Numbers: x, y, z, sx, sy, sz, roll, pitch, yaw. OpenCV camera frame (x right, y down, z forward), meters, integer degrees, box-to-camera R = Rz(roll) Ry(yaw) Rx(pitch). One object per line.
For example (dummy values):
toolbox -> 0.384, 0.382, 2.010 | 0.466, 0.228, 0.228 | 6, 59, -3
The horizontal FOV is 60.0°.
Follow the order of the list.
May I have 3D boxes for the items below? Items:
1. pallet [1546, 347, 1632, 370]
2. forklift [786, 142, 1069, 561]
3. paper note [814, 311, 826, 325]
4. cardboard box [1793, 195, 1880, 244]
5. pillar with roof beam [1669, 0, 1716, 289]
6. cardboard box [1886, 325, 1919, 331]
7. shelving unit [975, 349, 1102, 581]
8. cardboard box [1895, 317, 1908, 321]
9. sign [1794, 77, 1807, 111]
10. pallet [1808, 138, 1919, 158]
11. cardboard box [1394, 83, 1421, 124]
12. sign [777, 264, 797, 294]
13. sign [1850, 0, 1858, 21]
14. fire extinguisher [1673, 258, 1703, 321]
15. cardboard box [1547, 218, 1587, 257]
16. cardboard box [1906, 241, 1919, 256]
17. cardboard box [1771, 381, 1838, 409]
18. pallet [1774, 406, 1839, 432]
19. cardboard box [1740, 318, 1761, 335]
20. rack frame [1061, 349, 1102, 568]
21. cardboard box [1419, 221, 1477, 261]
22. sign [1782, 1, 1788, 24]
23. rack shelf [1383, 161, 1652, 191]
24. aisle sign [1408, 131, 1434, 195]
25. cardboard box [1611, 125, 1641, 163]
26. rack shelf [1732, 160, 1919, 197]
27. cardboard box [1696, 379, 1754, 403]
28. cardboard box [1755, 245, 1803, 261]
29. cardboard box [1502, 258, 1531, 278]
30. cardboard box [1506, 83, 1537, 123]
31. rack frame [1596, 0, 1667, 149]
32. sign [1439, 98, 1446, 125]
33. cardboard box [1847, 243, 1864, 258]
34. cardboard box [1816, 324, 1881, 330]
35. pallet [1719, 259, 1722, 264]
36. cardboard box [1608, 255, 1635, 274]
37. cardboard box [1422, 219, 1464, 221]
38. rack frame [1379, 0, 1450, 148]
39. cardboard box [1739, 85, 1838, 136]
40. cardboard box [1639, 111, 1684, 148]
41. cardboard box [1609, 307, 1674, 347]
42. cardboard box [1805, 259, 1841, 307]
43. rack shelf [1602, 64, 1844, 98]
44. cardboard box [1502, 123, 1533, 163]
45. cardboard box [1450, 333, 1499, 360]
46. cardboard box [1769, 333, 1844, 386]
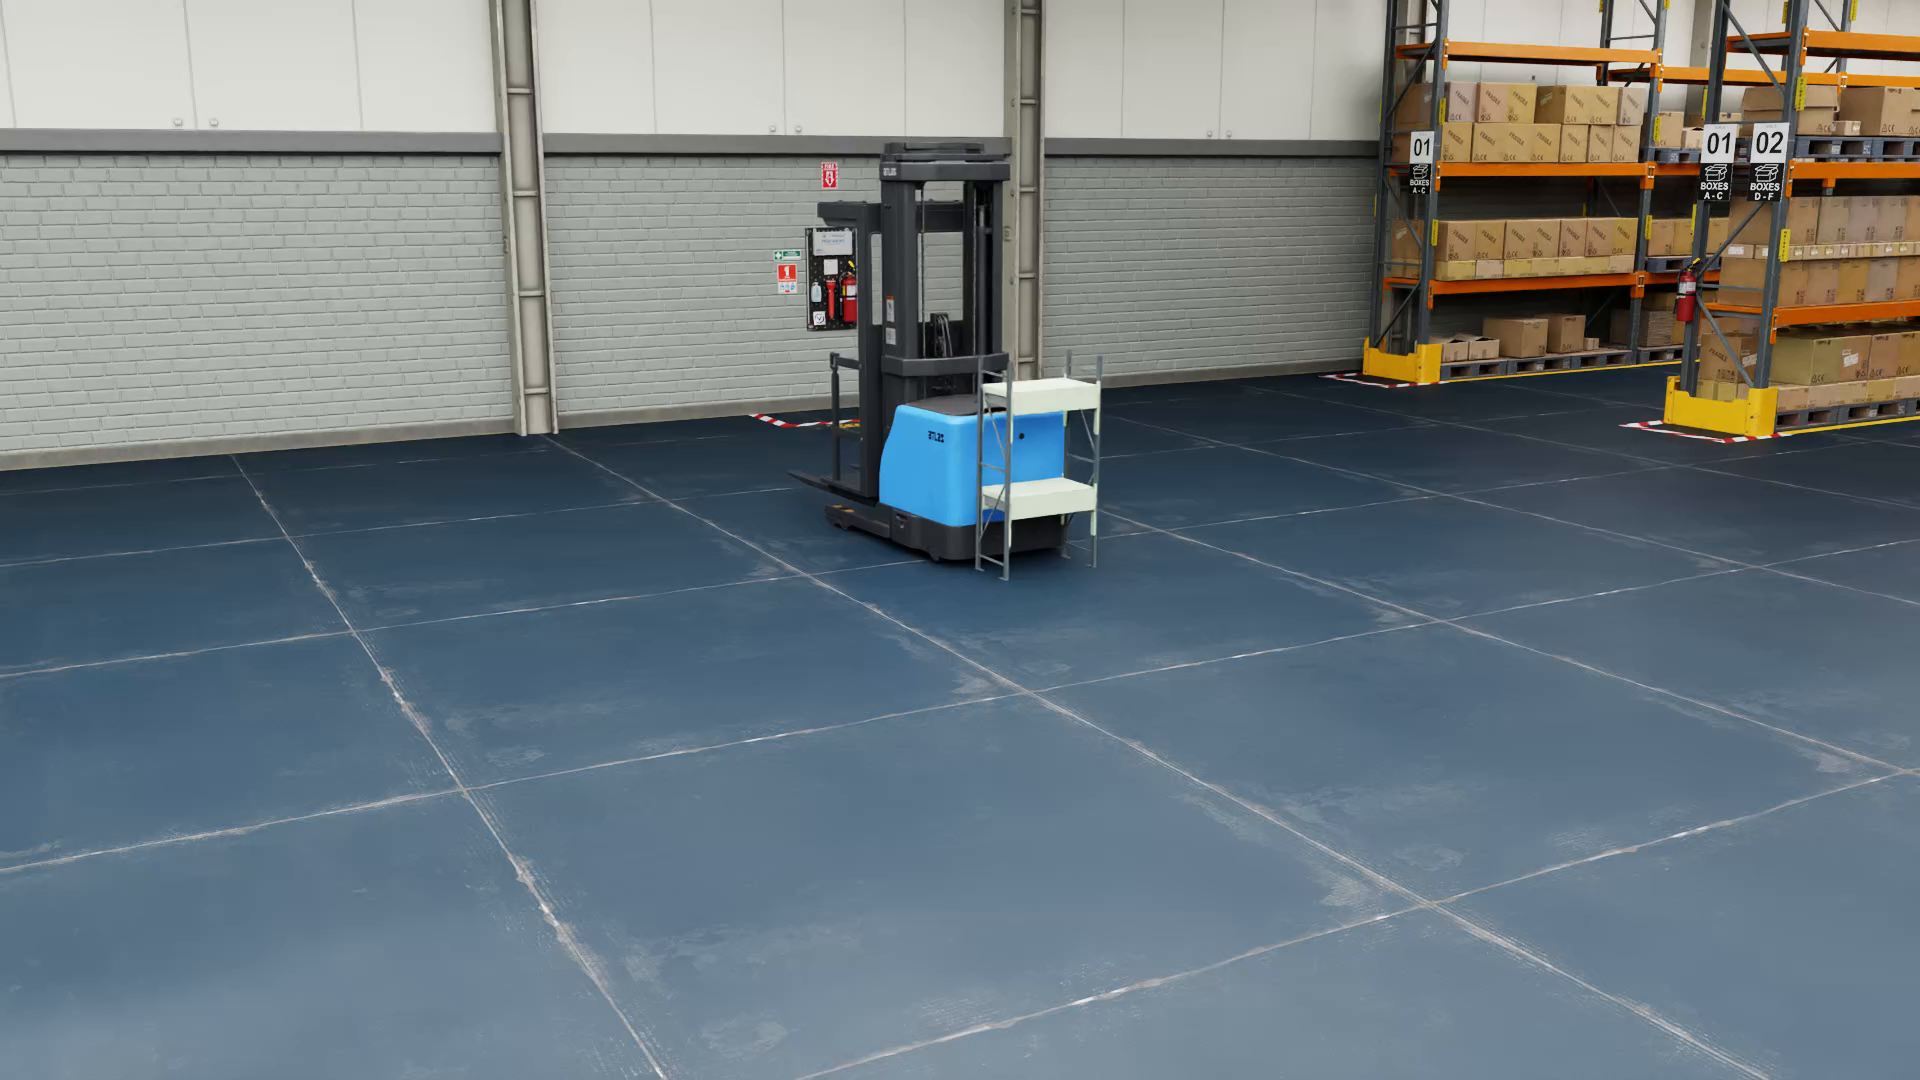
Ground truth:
pallet -> 8.767, -2.611, 23.729 | 1.213, 0.211, 1.003 | -7, 14, -28
forklift -> -0.406, -1.554, 12.838 | 1.130, 2.935, 3.031 | -8, 15, -31
paper note -> -1.614, -2.549, 19.111 | 0.142, 0.148, 0.016 | -7, 14, -28
cardboard box -> 9.569, -3.517, 18.223 | 0.500, 0.500, 0.700 | -7, 14, -28
pillar with roof beam -> 13.358, -6.597, 21.425 | 0.400, 9.000, 9.100 | -7, 14, -28
cardboard box -> 10.970, -2.182, 19.073 | 0.500, 0.500, 0.500 | -7, 14, -28
shelving unit -> 0.542, -0.531, 11.530 | 0.755, 1.500, 0.431 | -8, 16, -30
cardboard box -> 15.074, -3.859, 26.864 | 0.750, 0.750, 0.750 | -6, 14, -26
sign -> 8.466, -4.495, 16.745 | 0.005, 0.325, 0.100 | -7, 14, -28
pallet -> 9.911, -4.292, 18.220 | 1.213, 0.211, 1.003 | -7, 14, -28
cardboard box -> 6.082, -5.733, 21.871 | 0.500, 0.500, 0.500 | -6, 14, -25
sign -> -1.960, -2.964, 18.864 | 0.234, 0.329, 0.001 | -7, 14, -28
sign -> 13.119, -7.787, 24.407 | 0.005, 0.325, 0.100 | -7, 14, -28
fire extinguisher -> 7.879, -2.713, 18.009 | 0.183, 0.674, 0.296 | -7, 14, -28
cardboard box -> 8.190, -4.137, 22.749 | 0.500, 0.500, 0.500 | -7, 15, -29
cardboard box -> 10.465, -3.257, 18.542 | 0.250, 0.149, 0.380 | -6, 14, -26
cardboard box -> 9.220, -1.604, 18.210 | 0.500, 0.250, 0.500 | -7, 14, -28
pallet -> 8.857, -1.402, 18.357 | 1.213, 0.211, 1.003 | -7, 14, -28
cardboard box -> 11.736, -3.347, 25.341 | 0.500, 0.500, 0.700 | -7, 14, -28
rack frame -> 0.855, -0.572, 11.715 | 0.023, 1.500, 0.400 | -8, 16, -30
cardboard box -> 6.392, -3.923, 21.795 | 0.500, 0.500, 0.500 | -7, 14, -28
sign -> 12.581, -8.036, 25.332 | 0.005, 0.325, 0.100 | -7, 14, -28
rack shelf -> 7.584, -4.951, 22.582 | 4.000, 0.370, 1.077 | -7, 14, -28
aisle sign -> 5.909, -4.831, 21.322 | 0.004, 0.787, 0.394 | -7, 14, -28
cardboard box -> 9.013, -5.470, 22.976 | 0.500, 0.500, 0.500 | -6, 14, -26
rack shelf -> 9.961, -3.996, 18.342 | 4.000, 0.370, 1.077 | -7, 14, -28
cardboard box -> 8.535, -1.650, 18.417 | 0.500, 0.250, 0.500 | -7, 14, -28
cardboard box -> 8.653, -3.039, 17.574 | 0.250, 0.149, 0.380 | -7, 14, -28
cardboard box -> 7.308, -3.664, 22.356 | 0.500, 0.250, 0.500 | -7, 15, -29
cardboard box -> 7.192, -5.730, 21.858 | 0.500, 0.500, 0.500 | -6, 14, -26
rack frame -> 9.340, -6.975, 23.109 | 0.127, 3.000, 1.000 | -7, 14, -28
sign -> 6.089, -5.413, 21.008 | 0.005, 0.325, 0.100 | -7, 14, -28
cardboard box -> 9.558, -3.148, 18.058 | 0.250, 0.149, 0.380 | -7, 15, -30
cardboard box -> 10.282, -2.230, 19.285 | 0.500, 0.500, 0.500 | -7, 14, -28
pallet -> 12.276, -4.280, 25.234 | 1.003, 0.211, 1.213 | -7, 14, -28
cardboard box -> 9.069, -3.877, 23.301 | 0.500, 0.250, 0.500 | -7, 14, -28
cardboard box -> 6.587, -4.072, 22.459 | 0.500, 0.500, 0.500 | -7, 14, -27
rack frame -> 5.829, -6.555, 21.239 | 0.127, 3.000, 1.000 | -7, 14, -28
cardboard box -> 8.712, -4.520, 17.520 | 0.637, 0.503, 0.797 | -6, 14, -24
cardboard box -> 9.858, -5.808, 23.568 | 0.500, 0.500, 0.500 | -5, 13, -20
cardboard box -> 9.978, -3.124, 24.352 | 0.500, 0.500, 0.700 | -6, 14, -26
cardboard box -> 9.080, -2.825, 18.103 | 0.500, 0.500, 0.700 | -6, 14, -26
rack shelf -> 11.095, -6.640, 24.167 | 4.000, 0.370, 1.077 | -7, 14, -28
cardboard box -> 7.184, -5.242, 21.964 | 0.500, 0.500, 0.500 | -6, 14, -25
cardboard box -> 6.979, -2.646, 22.657 | 0.500, 0.311, 0.500 | -6, 14, -23
cardboard box -> 9.221, -1.969, 18.126 | 0.500, 0.500, 0.500 | -7, 14, -28
